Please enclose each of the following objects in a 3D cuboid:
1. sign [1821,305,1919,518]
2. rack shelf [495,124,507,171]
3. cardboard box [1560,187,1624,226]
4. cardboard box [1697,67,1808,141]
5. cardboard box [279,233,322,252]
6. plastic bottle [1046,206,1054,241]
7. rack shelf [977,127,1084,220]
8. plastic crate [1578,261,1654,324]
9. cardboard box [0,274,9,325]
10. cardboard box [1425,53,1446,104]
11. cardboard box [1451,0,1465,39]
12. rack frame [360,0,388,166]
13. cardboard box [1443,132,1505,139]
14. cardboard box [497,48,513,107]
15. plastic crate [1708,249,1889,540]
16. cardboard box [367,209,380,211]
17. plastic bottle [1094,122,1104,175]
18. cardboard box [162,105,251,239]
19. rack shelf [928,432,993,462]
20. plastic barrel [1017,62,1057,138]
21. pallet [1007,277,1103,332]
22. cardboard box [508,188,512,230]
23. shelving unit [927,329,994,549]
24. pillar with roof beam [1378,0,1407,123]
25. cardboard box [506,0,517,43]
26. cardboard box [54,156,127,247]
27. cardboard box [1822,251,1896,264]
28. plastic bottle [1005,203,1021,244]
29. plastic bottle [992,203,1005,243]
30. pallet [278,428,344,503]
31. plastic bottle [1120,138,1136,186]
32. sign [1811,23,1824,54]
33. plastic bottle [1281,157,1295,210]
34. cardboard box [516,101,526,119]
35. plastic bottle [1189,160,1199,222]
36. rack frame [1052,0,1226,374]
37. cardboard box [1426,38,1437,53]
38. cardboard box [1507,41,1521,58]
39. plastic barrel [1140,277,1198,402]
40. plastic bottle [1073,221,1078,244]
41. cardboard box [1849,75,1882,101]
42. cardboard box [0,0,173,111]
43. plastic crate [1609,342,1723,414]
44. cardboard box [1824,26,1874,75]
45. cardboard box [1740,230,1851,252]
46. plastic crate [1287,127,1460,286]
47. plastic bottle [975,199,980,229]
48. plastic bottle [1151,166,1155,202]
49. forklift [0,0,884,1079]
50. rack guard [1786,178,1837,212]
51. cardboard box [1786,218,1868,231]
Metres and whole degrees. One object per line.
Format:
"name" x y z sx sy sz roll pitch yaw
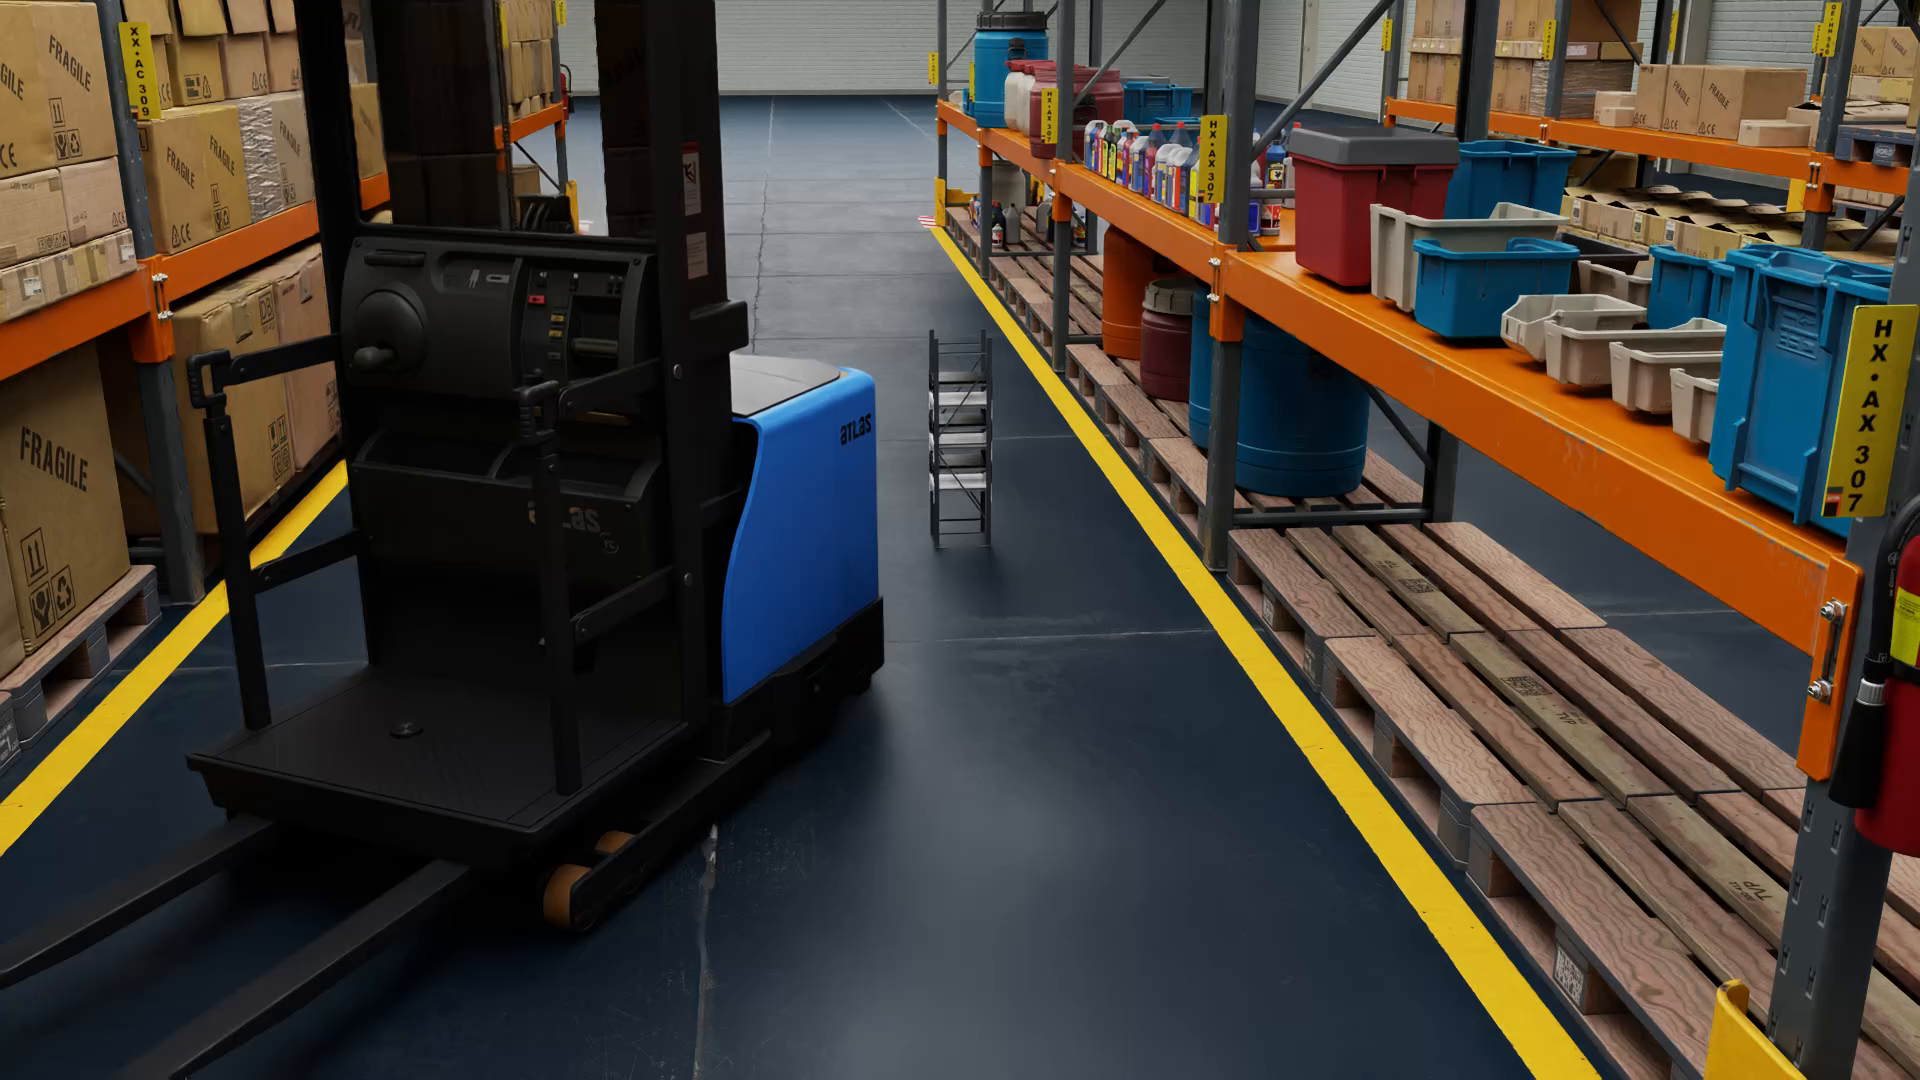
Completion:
"sign" 1.371 -0.191 2.506 0.100 0.325 0.005 -2 18 -6
"rack shelf" -4.042 -2.618 11.710 1.077 0.370 4.000 -2 18 -6
"cardboard box" 5.401 -2.888 14.320 0.500 0.311 0.500 -2 18 -5
"cardboard box" 5.829 -3.218 12.251 0.500 0.500 0.500 -3 18 -9
"cardboard box" -3.701 -1.080 8.456 1.225 0.875 0.875 -2 18 -5
"plastic bottle" 0.865 -2.905 15.111 0.144 0.351 0.185 -2 18 -6
"rack shelf" 0.885 -2.771 12.198 1.077 0.370 4.000 -2 18 -6
"plastic crate" 1.982 -0.720 4.803 0.293 0.136 0.466 -2 18 -6
"cardboard box" -2.959 -0.667 4.712 0.380 0.149 0.250 -1 17 -5
"cardboard box" 5.288 -4.806 17.310 0.700 0.500 0.500 -1 17 -4
"cardboard box" 5.347 -5.259 16.587 0.700 0.500 0.500 -2 18 -5
"rack frame" -3.835 -2.366 9.704 1.000 3.000 0.127 -2 18 -6
"cardboard box" 5.545 -4.150 18.025 0.500 0.500 0.500 -2 18 -6
"cardboard box" -4.233 -3.883 13.874 0.875 0.500 0.500 -2 18 -6
"plastic crate" 1.696 -0.275 2.885 0.616 0.435 0.499 -2 18 -6
"cardboard box" -3.934 -1.939 10.533 0.500 0.250 0.500 -1 17 -3
"plastic bottle" 0.803 -2.225 9.450 0.061 0.283 0.133 -2 18 -6
"cardboard box" -3.274 -1.516 6.832 0.500 0.500 0.500 -2 18 -6
"rack shelf" 0.001 -0.395 7.045 0.258 0.077 0.200 -2 18 -6
"plastic barrel" 0.635 -3.265 12.342 0.433 0.535 0.433 0 17 0
"pallet" 0.927 -1.783 12.504 1.003 0.211 1.213 -2 18 -6
"cardboard box" -4.316 -2.856 14.738 0.500 0.500 0.500 4 18 12
"shelving unit" 0.001 -0.427 7.035 0.258 0.900 0.210 -2 18 -6
"pillar with roof beam" 4.914 -13.118 33.939 9.100 9.000 0.400 -2 18 -6
"cardboard box" -4.095 -4.515 14.217 0.500 0.500 0.500 -2 18 -6
"cardboard box" -3.116 -1.121 5.493 0.500 0.250 0.500 -2 18 -7
"cardboard box" 5.781 -1.543 10.524 0.500 0.500 0.500 -1 17 -3
"plastic bottle" 0.469 -2.844 14.916 0.144 0.351 0.185 -2 18 -6
"plastic bottle" 0.325 -2.839 14.901 0.144 0.351 0.185 -2 18 -7
"pallet" -3.706 -0.435 8.211 1.003 0.211 1.213 -2 18 -6
"plastic bottle" 0.894 -2.008 8.779 0.097 0.271 0.097 0 17 0
"sign" 9.580 -5.604 18.575 0.100 0.325 0.005 -2 18 -6
"plastic bottle" 1.588 -1.689 7.755 0.152 0.276 0.135 -2 18 -6
"cardboard box" -4.057 -3.809 14.722 0.380 0.149 0.250 -2 18 -6
"plastic bottle" 1.083 -1.567 7.243 0.144 0.351 0.185 -2 18 -6
"rack frame" 1.091 -2.519 10.192 1.000 3.000 0.127 -2 18 -6
"cardboard box" 5.074 -5.135 17.275 0.380 0.149 0.250 -2 18 -5
"cardboard box" 5.284 -4.524 15.329 0.380 0.149 0.250 -2 18 -6
"plastic barrel" 1.275 -1.087 8.956 0.600 0.588 0.708 -2 18 -6
"plastic bottle" 1.061 -2.754 14.880 0.097 0.201 0.097 0 17 0
"cardboard box" 9.922 -4.837 17.792 0.500 0.250 0.500 -2 18 -7
"cardboard box" -3.497 -1.890 6.348 0.797 0.503 0.637 -2 18 -7
"plastic crate" 1.637 -0.362 3.663 0.396 0.136 0.243 -2 18 -6
"cardboard box" 9.870 -5.352 18.183 0.500 0.500 0.500 -2 18 -6
"cardboard box" 5.719 -1.975 11.413 0.500 0.311 0.500 -1 17 -4
"plastic crate" 1.346 -1.112 5.505 0.402 0.464 0.583 -2 18 -6
"plastic bottle" 0.189 -3.129 15.955 0.097 0.271 0.097 0 17 0
"plastic bottle" 0.975 -1.742 8.048 0.097 0.201 0.097 0 17 0
"forklift" -1.298 -0.576 4.119 1.130 2.935 3.031 7 19 22
"rack guard" 10.128 -3.993 19.061 1.175 0.500 0.348 -2 18 -6
"cardboard box" 6.194 -2.148 11.964 0.500 0.311 0.500 -2 18 -7
